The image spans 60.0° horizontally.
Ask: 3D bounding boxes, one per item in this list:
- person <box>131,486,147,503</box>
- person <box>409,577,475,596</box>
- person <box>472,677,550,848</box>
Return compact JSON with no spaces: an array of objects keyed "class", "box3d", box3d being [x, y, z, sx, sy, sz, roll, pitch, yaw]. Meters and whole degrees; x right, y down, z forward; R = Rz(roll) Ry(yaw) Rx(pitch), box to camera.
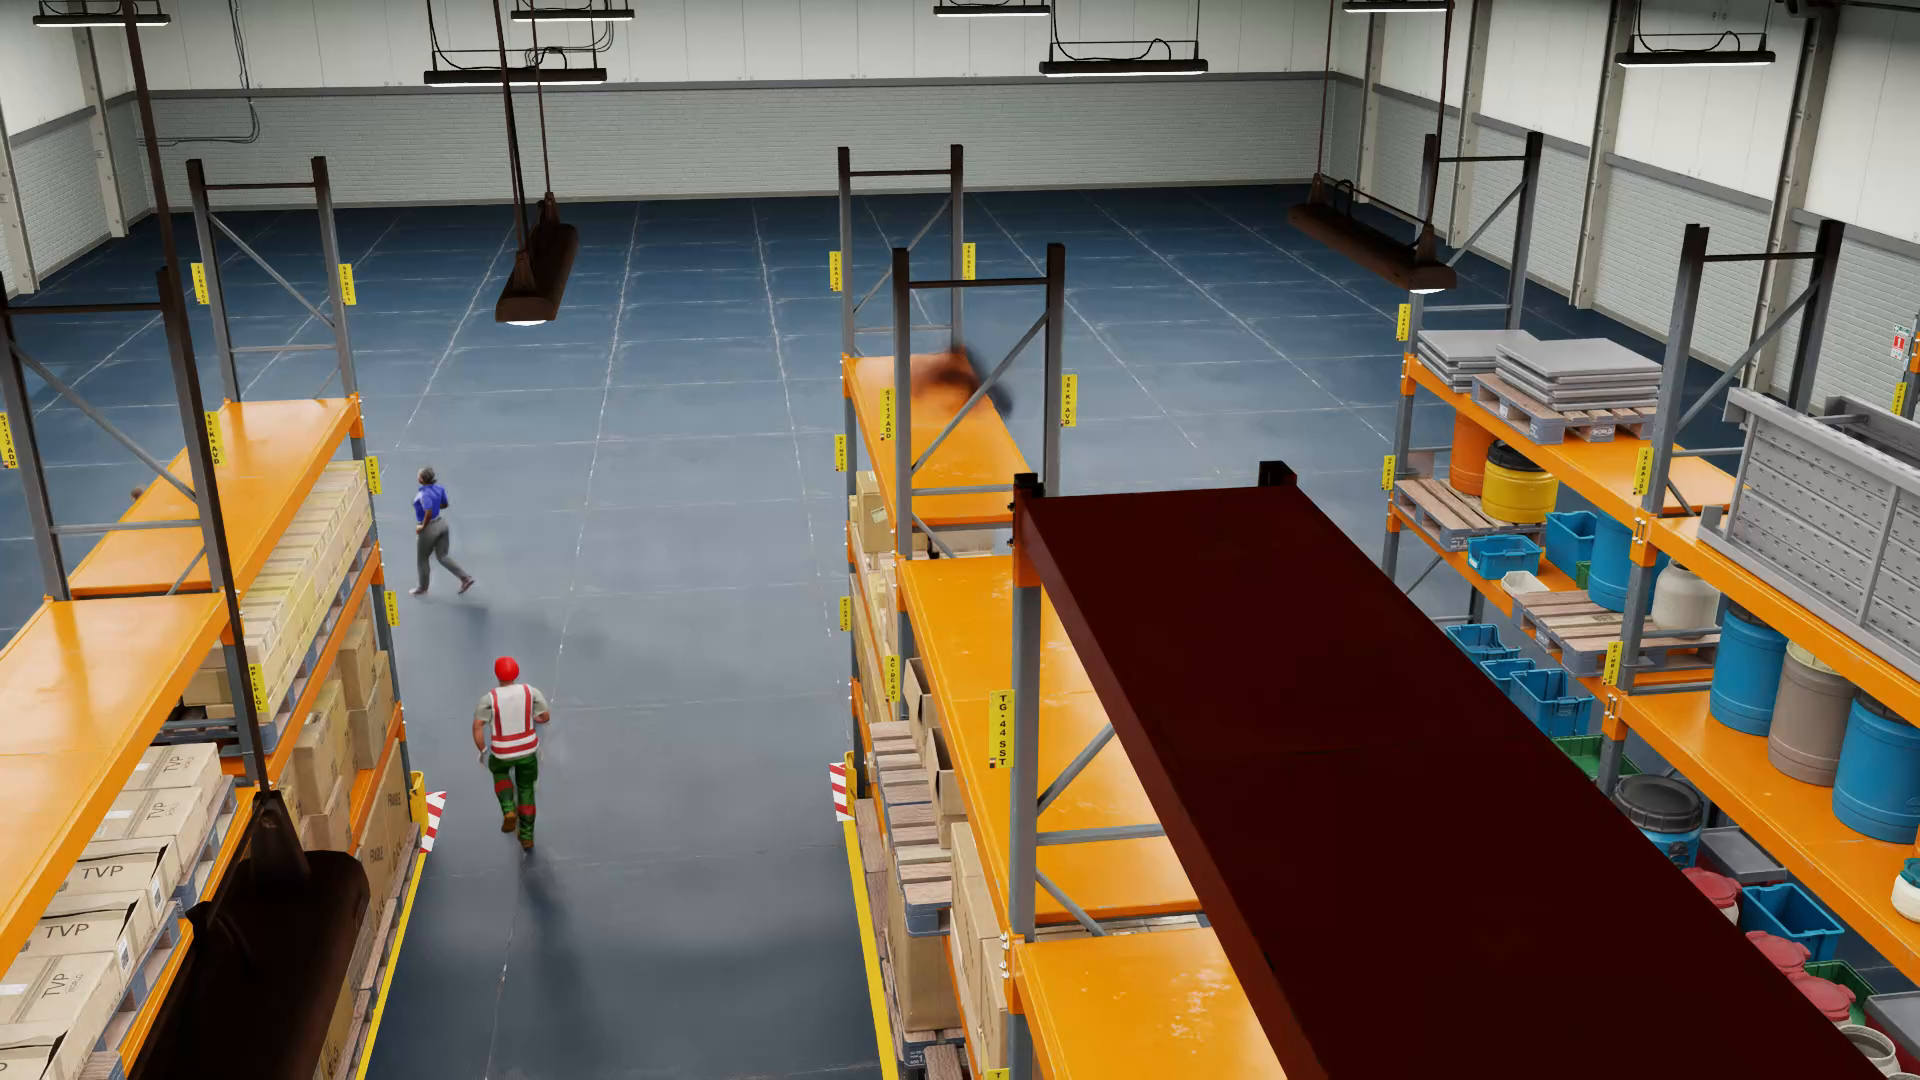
[{"class":"person","box3d":[-9.194,0.176,18.888,0.670,1.719,0.646,14,26,32]},{"class":"person","box3d":[-6.193,0.536,19.826,0.909,0.328,0.209,9,23,22]},{"class":"person","box3d":[-3.937,1.856,14.663,0.674,1.672,0.602,-8,23,-19]}]
